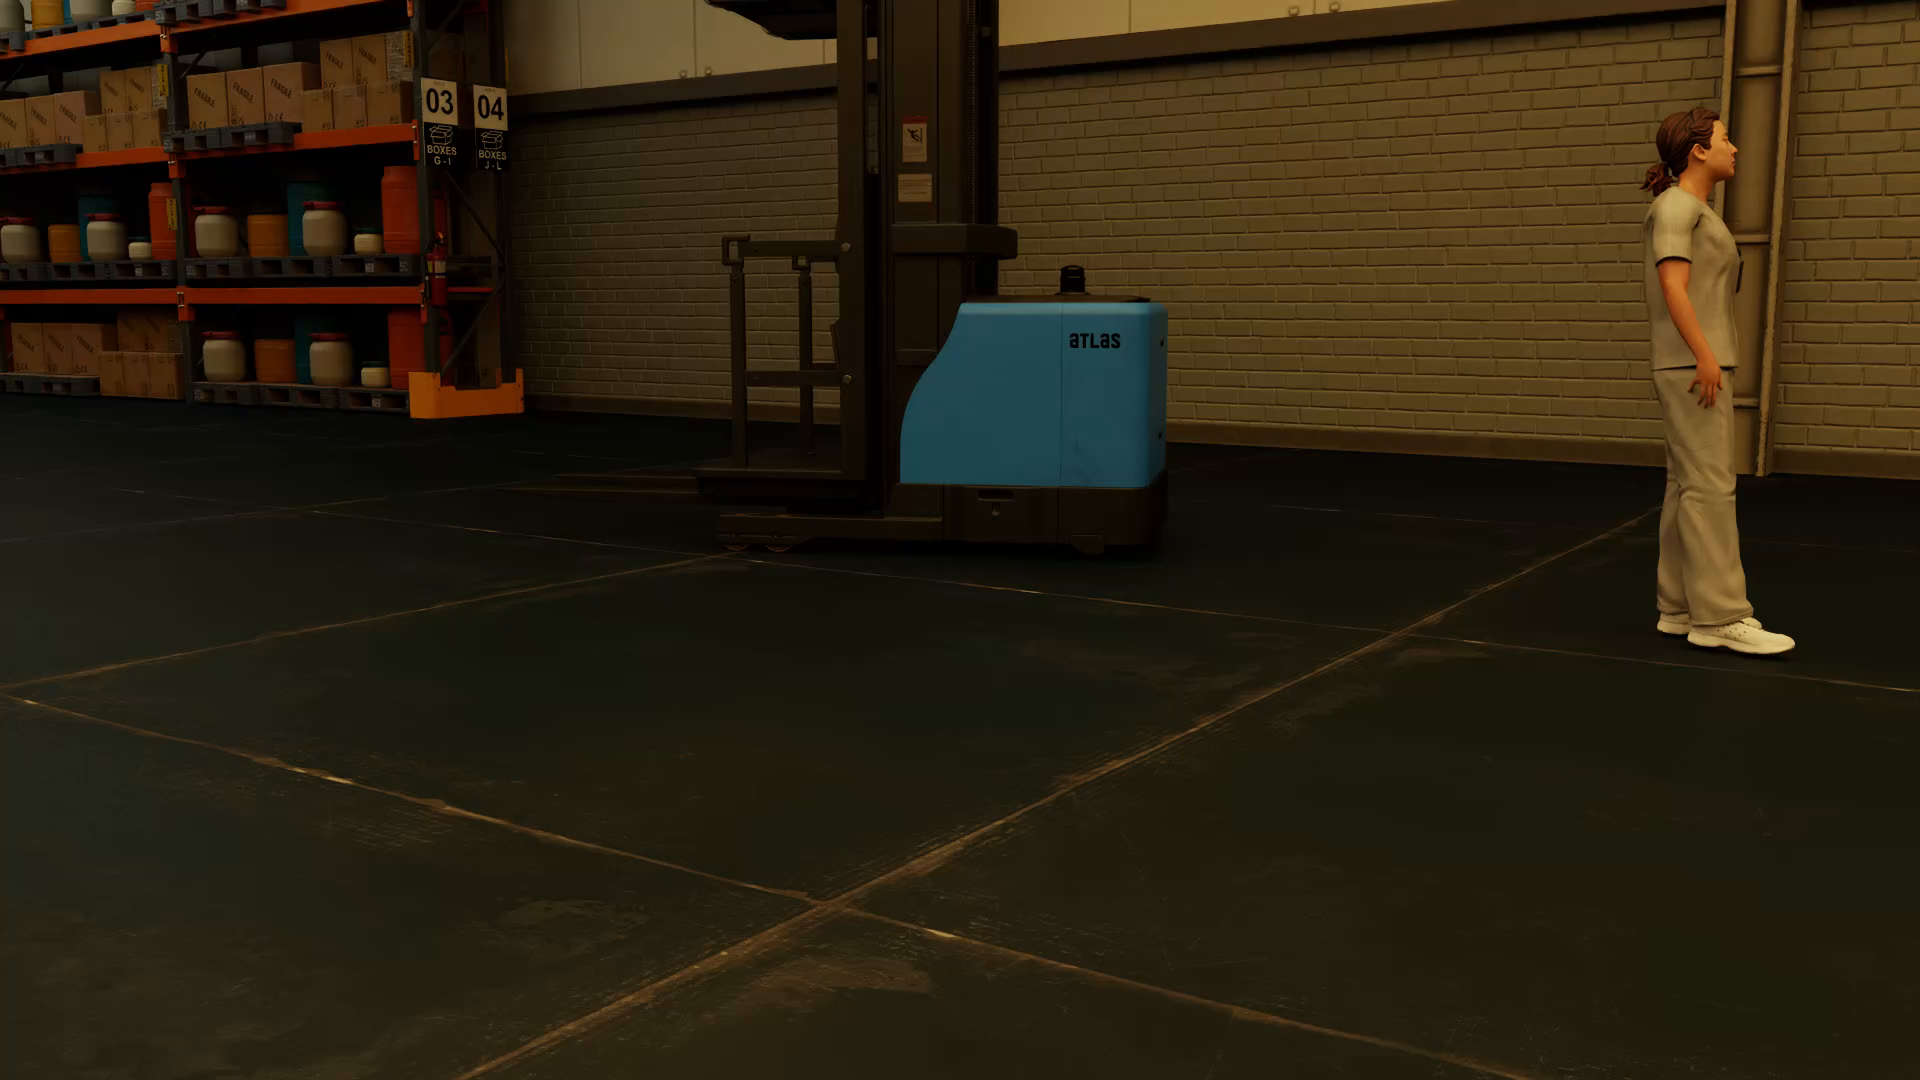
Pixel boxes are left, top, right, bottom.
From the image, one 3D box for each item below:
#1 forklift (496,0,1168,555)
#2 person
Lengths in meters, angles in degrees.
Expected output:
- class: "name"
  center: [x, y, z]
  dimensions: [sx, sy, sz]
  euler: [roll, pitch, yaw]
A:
- class: "forklift"
  center: [-0.596, -1.469, 7.520]
  dimensions: [3.031, 2.935, 1.130]
  euler: [2, 8, 12]
- class: "person"
  center: [2.399, -0.519, 5.254]
  dimensions: [0.550, 1.676, 0.550]
  euler: [4, 9, 29]
